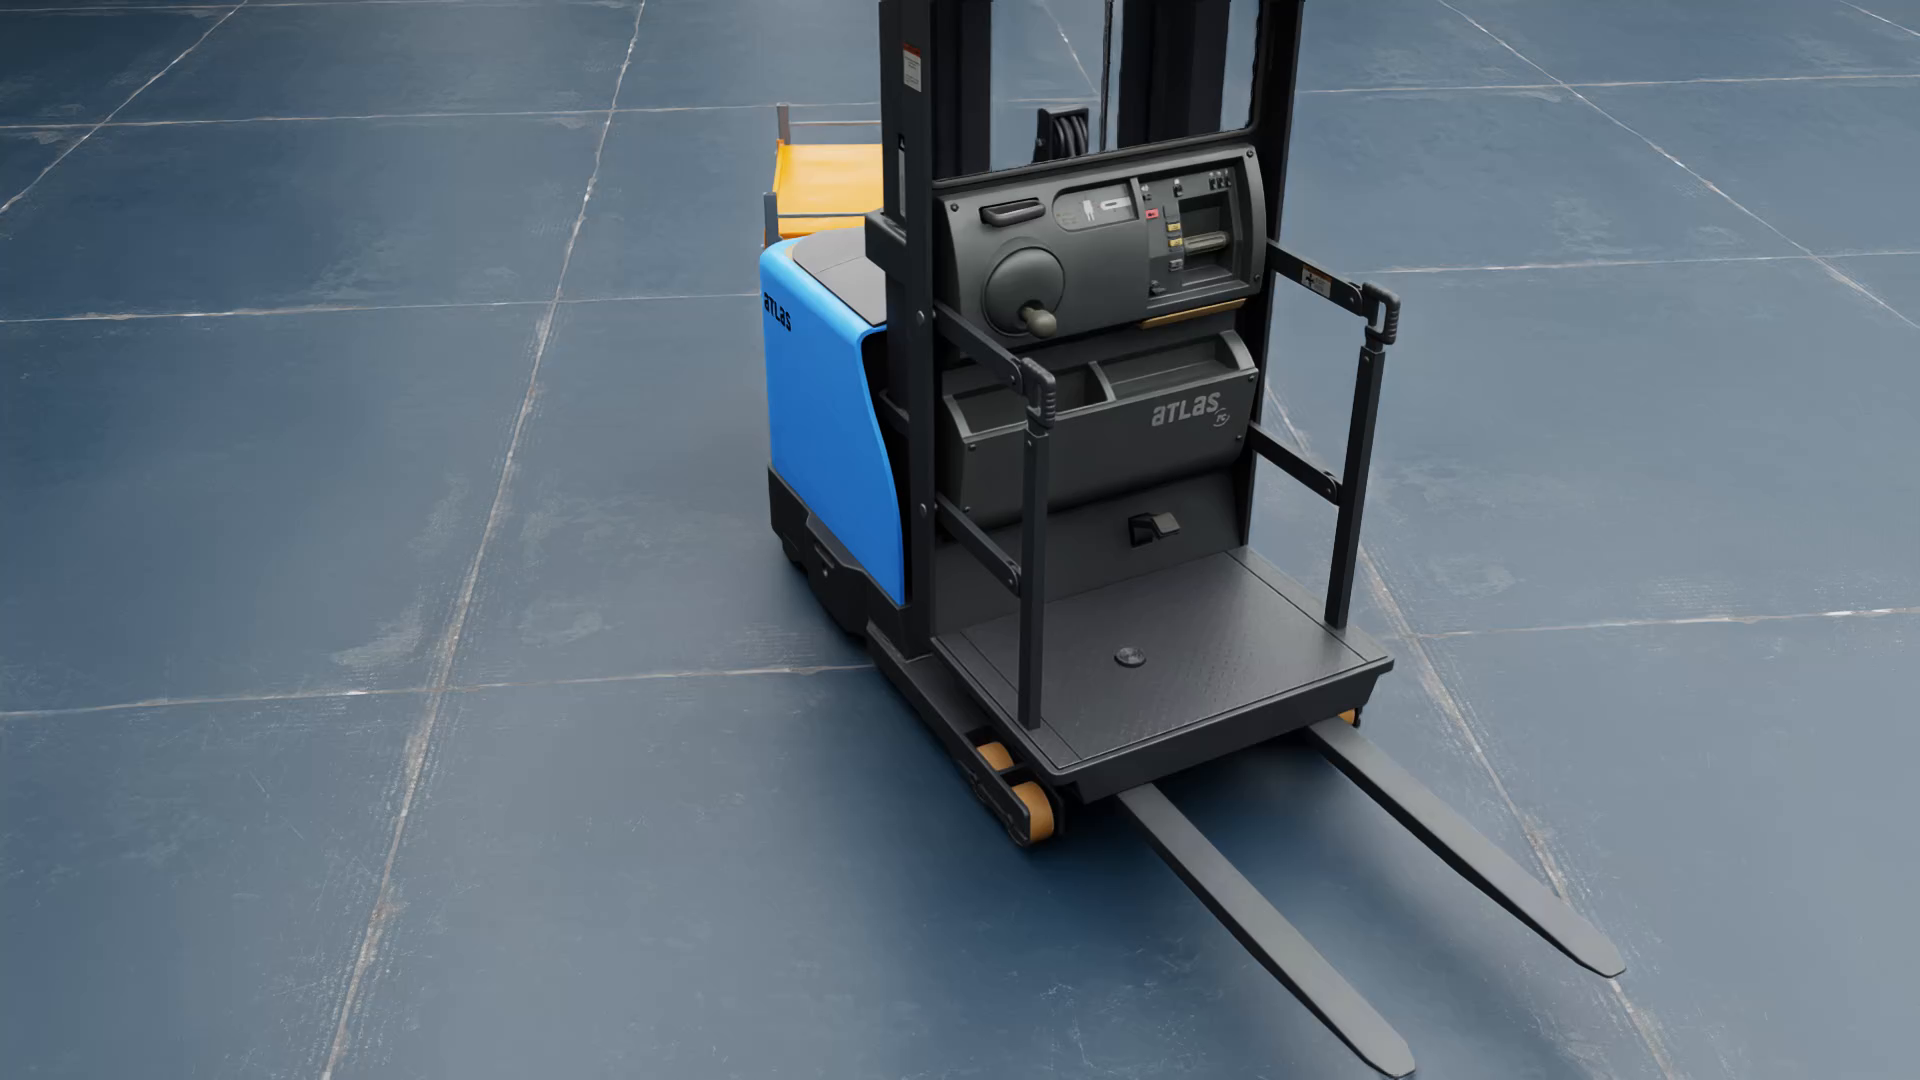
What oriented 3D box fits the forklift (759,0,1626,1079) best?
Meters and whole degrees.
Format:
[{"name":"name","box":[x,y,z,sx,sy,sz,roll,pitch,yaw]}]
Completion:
[{"name":"forklift","box":[0.489,-0.716,4.091,1.130,2.935,3.031,-15,34,-24]}]

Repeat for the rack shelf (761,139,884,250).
[{"name":"rack shelf","box":[-0.421,-1.174,6.048,0.538,0.278,1.000,-1,31,-2]}]

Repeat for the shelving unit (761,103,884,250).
[{"name":"shelving unit","box":[-0.421,-0.923,6.198,0.538,1.125,1.048,-1,31,-2]}]

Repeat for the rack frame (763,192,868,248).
[{"name":"rack frame","box":[-0.396,-0.662,5.762,0.500,1.125,0.032,-1,31,-2]}]

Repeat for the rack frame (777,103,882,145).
[{"name":"rack frame","box":[-0.447,-1.183,6.634,0.500,1.125,0.032,-1,31,-2]}]
